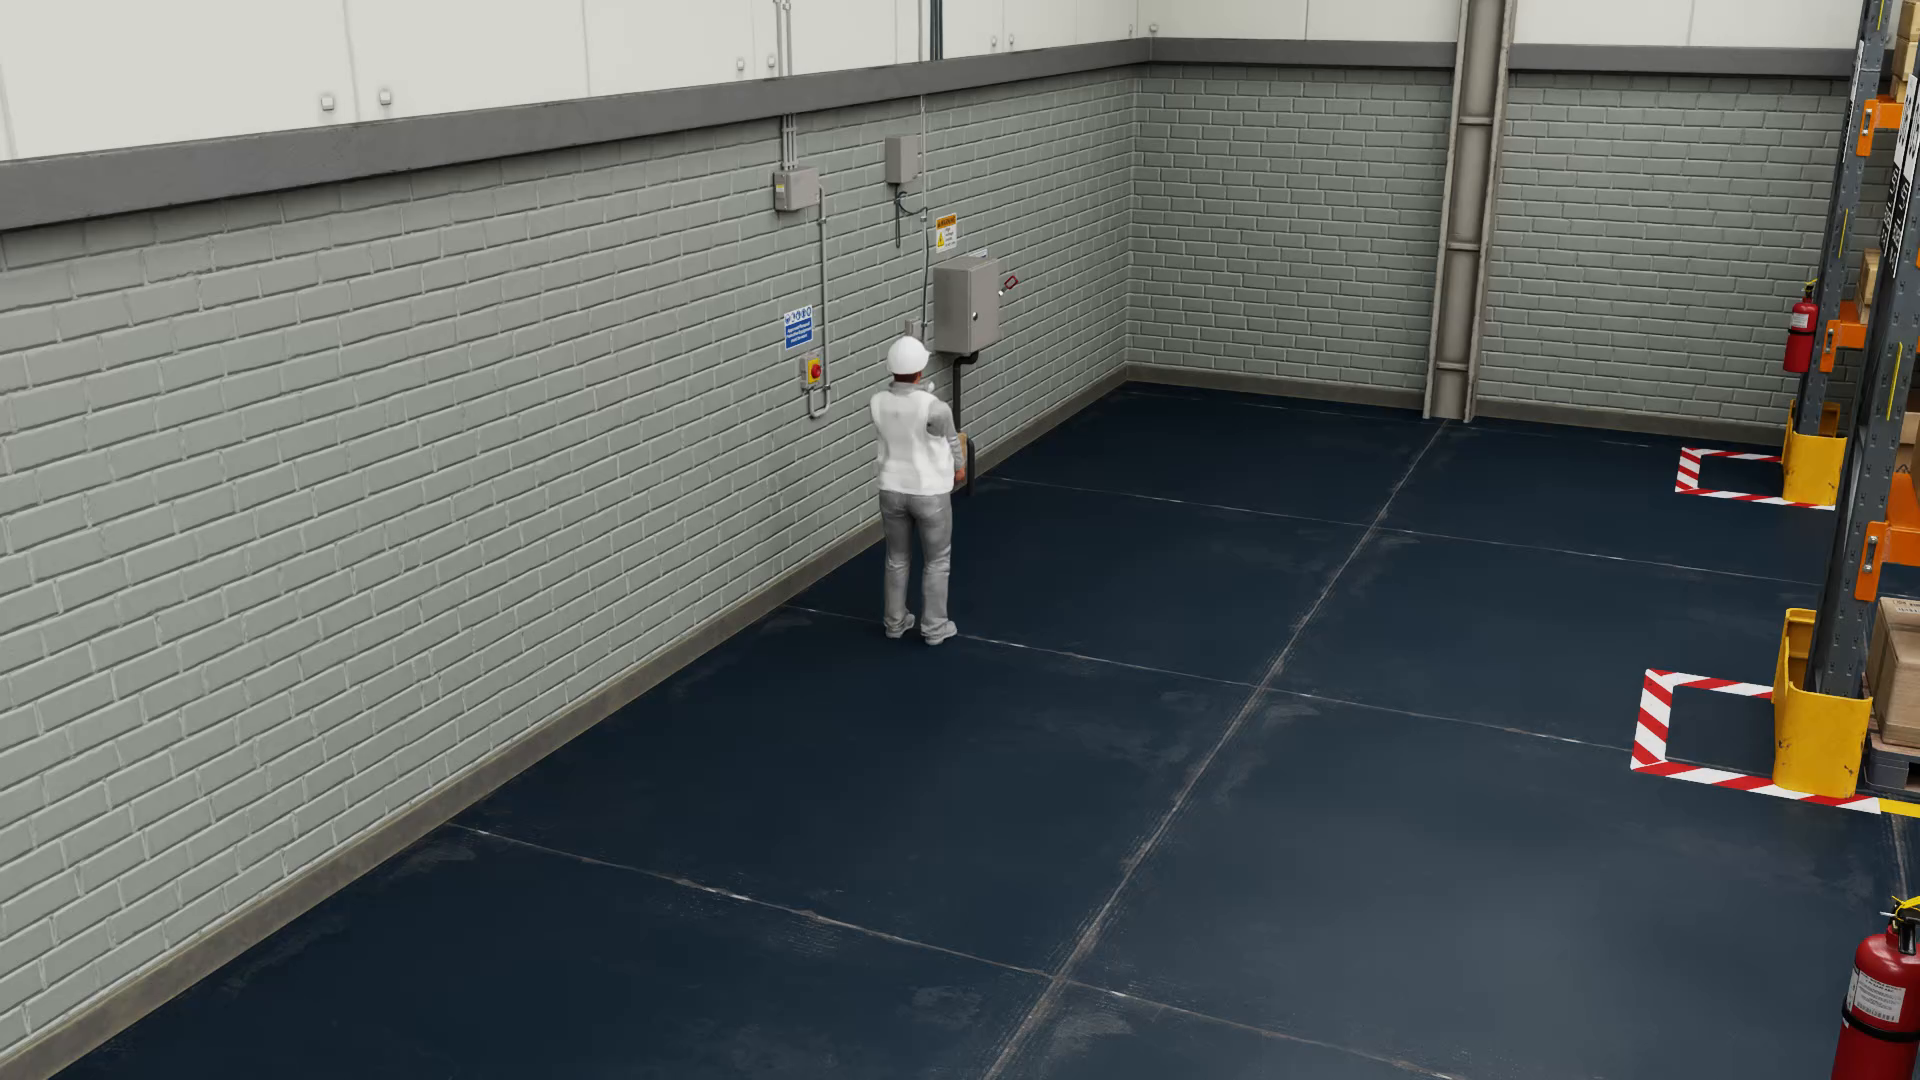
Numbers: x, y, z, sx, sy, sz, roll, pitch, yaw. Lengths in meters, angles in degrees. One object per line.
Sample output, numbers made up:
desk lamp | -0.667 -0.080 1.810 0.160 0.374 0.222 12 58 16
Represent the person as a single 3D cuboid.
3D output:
person | -0.224 -0.309 9.438 0.495 1.767 0.554 9 21 24
